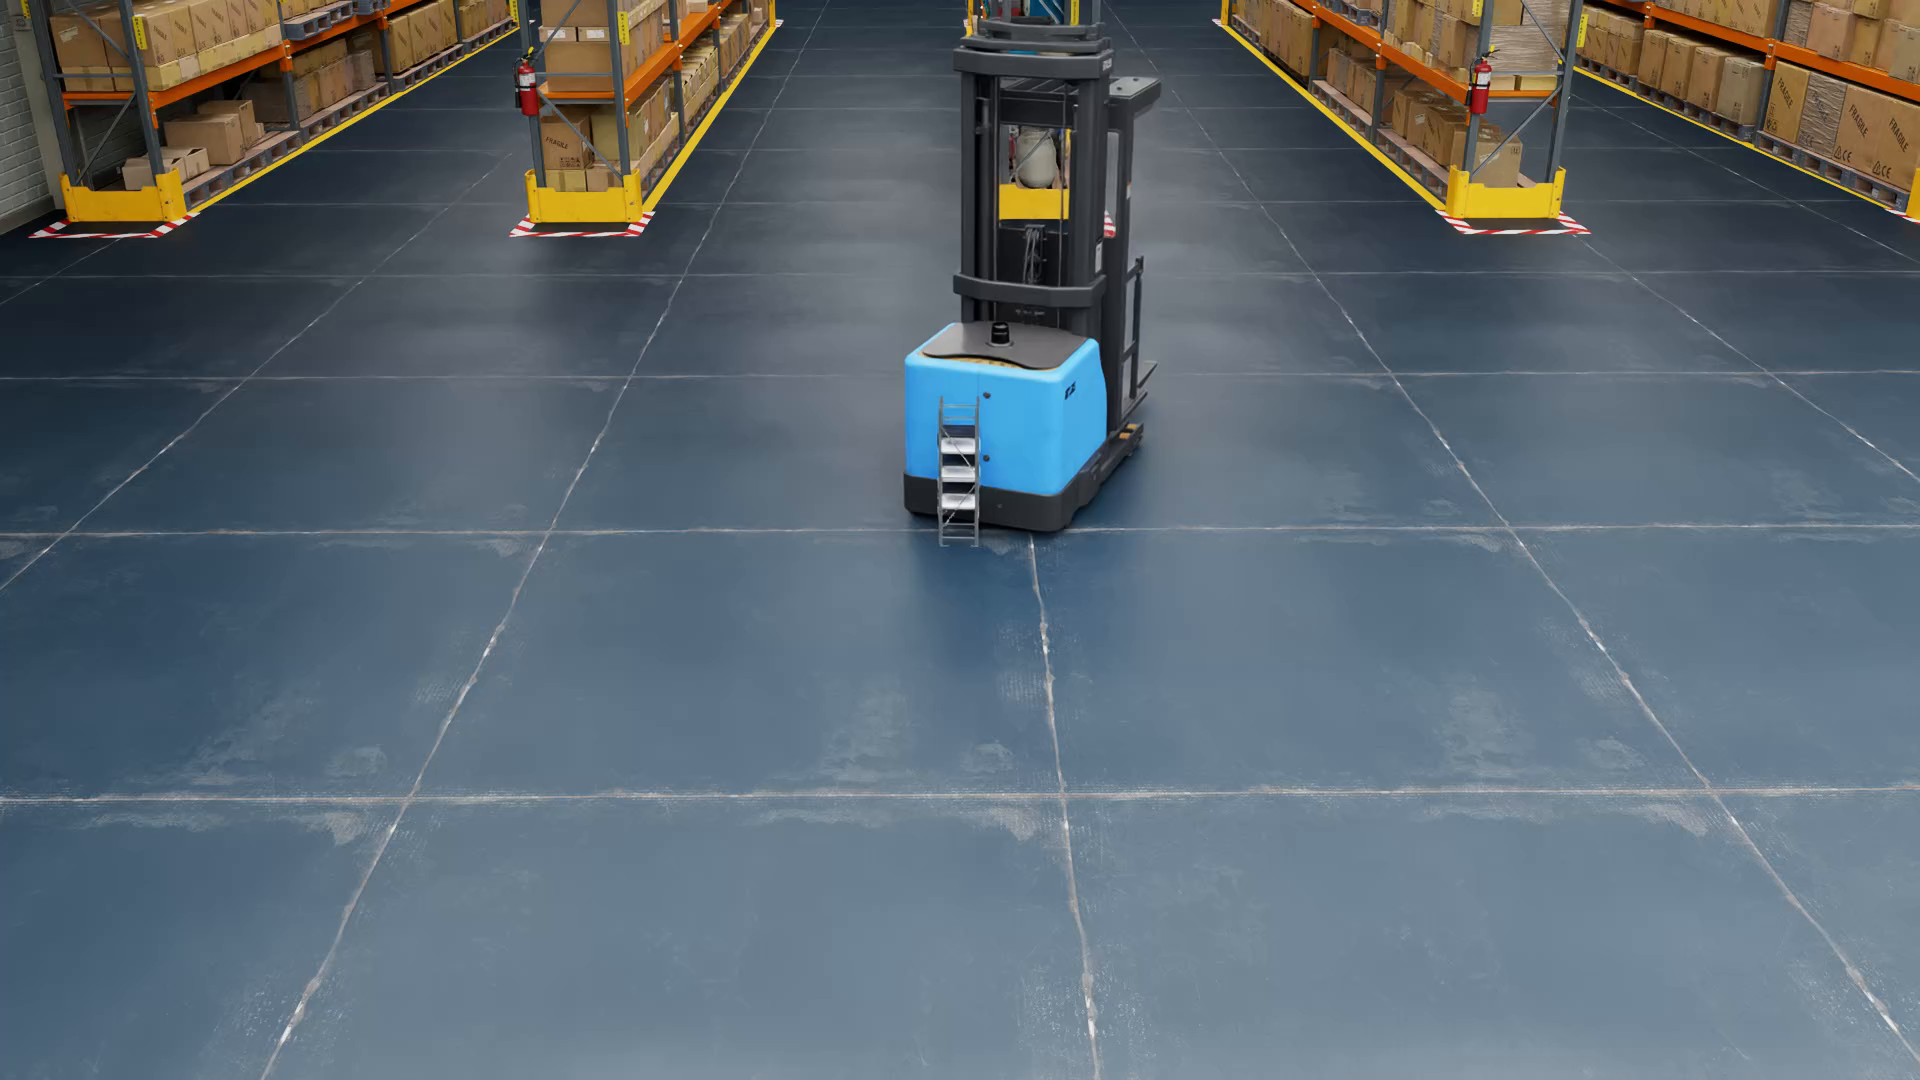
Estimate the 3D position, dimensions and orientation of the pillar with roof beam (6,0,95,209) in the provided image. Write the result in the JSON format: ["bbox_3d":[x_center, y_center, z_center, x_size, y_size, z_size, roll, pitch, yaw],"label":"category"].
[{"bbox_3d":[-5.538,-7.848,16.682,9.100,9.000,0.400,0,24,-1],"label":"pillar with roof beam"}]

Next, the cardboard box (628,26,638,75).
[{"bbox_3d":[-4.019,-5.493,18.635,0.700,0.500,0.500,0,24,0],"label":"cardboard box"}]

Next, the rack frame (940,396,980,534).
[{"bbox_3d":[-0.001,-0.452,10.157,0.240,0.900,0.006,1,24,2],"label":"rack frame"}]

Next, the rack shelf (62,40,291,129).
[{"bbox_3d":[-8.992,-5.307,19.217,1.077,0.370,4.000,0,24,-1],"label":"rack shelf"}]

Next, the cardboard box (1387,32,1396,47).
[{"bbox_3d":[5.537,-6.218,20.664,0.380,0.149,0.250,0,24,-1],"label":"cardboard box"}]

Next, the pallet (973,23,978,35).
[{"bbox_3d":[0.743,-9.336,30.637,1.003,0.211,1.213,0,24,-1],"label":"pallet"}]

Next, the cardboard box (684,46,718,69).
[{"bbox_3d":[-3.852,-7.110,24.478,0.500,0.311,0.500,0,24,1],"label":"cardboard box"}]

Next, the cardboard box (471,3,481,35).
[{"bbox_3d":[-9.009,-9.323,29.748,0.700,0.500,0.500,0,24,-1],"label":"cardboard box"}]

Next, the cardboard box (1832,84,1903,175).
[{"bbox_3d":[10.765,-4.723,19.122,0.875,0.875,0.875,-1,24,-1],"label":"cardboard box"}]

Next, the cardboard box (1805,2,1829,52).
[{"bbox_3d":[10.851,-6.196,20.128,0.875,0.550,0.550,0,24,-1],"label":"cardboard box"}]

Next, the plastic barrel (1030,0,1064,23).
[{"bbox_3d":[1.192,-6.892,21.241,0.600,0.901,0.708,0,24,-1],"label":"plastic barrel"}]

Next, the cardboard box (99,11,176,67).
[{"bbox_3d":[-8.675,-5.291,17.557,0.500,0.500,0.500,0,24,0],"label":"cardboard box"}]

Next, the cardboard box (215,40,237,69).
[{"bbox_3d":[-8.681,-5.586,19.119,0.500,0.250,0.500,0,24,0],"label":"cardboard box"}]

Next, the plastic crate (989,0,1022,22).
[{"bbox_3d":[0.582,-6.731,21.414,0.402,0.464,0.583,0,24,-1],"label":"plastic crate"}]

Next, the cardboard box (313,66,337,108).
[{"bbox_3d":[-9.059,-6.247,22.921,0.700,0.500,0.500,0,24,0],"label":"cardboard box"}]

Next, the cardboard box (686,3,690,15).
[{"bbox_3d":[-4.034,-7.491,23.478,0.380,0.149,0.250,2,24,3],"label":"cardboard box"}]

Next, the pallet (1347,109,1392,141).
[{"bbox_3d":[5.836,-5.576,22.323,1.003,0.211,1.213,0,24,-1],"label":"pallet"}]

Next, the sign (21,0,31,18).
[{"bbox_3d":[-9.525,-5.488,16.956,0.100,0.325,0.005,0,24,-1],"label":"sign"}]

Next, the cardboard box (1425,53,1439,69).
[{"bbox_3d":[5.558,-5.497,19.069,0.380,0.149,0.250,0,24,-1],"label":"cardboard box"}]

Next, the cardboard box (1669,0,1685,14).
[{"bbox_3d":[10.506,-7.804,23.745,0.500,0.500,0.500,0,24,-1],"label":"cardboard box"}]

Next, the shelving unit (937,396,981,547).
[{"bbox_3d":[-0.005,-0.410,10.065,0.258,0.900,0.210,1,24,2],"label":"shelving unit"}]

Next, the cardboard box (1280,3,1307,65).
[{"bbox_3d":[5.813,-8.049,26.475,1.225,0.875,0.875,0,24,0],"label":"cardboard box"}]

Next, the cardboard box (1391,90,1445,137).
[{"bbox_3d":[5.810,-5.413,21.102,0.500,0.500,0.500,-1,24,-2],"label":"cardboard box"}]

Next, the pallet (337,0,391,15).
[{"bbox_3d":[-8.943,-7.727,23.927,1.213,0.211,1.003,0,24,-1],"label":"pallet"}]

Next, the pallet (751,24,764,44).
[{"bbox_3d":[-4.170,-9.296,30.547,1.003,0.211,1.213,0,24,-1],"label":"pallet"}]

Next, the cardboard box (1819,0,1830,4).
[{"bbox_3d":[10.898,-6.688,19.906,0.875,0.550,0.550,0,24,-1],"label":"cardboard box"}]

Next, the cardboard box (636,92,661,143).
[{"bbox_3d":[-3.814,-4.955,19.482,0.500,0.500,0.500,0,24,-1],"label":"cardboard box"}]

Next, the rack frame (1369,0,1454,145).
[{"bbox_3d":[5.846,-6.526,21.039,1.000,3.000,0.127,0,24,-1],"label":"rack frame"}]

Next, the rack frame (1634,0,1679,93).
[{"bbox_3d":[10.763,-8.155,24.640,1.000,3.000,0.127,0,24,-1],"label":"rack frame"}]

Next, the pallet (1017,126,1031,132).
[{"bbox_3d":[0.846,-5.556,22.279,1.003,0.211,1.213,0,24,-1],"label":"pallet"}]

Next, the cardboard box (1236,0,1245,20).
[{"bbox_3d":[5.802,-10.430,31.741,0.875,0.875,0.875,0,24,-1],"label":"cardboard box"}]

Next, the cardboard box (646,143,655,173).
[{"bbox_3d":[-3.814,-4.407,19.181,0.500,0.250,0.500,0,24,-1],"label":"cardboard box"}]

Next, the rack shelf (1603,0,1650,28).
[{"bbox_3d":[10.741,-8.651,26.611,1.077,0.370,4.000,0,24,-1],"label":"rack shelf"}]

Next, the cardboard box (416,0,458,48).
[{"bbox_3d":[-8.964,-8.700,27.945,0.750,0.750,0.750,0,24,0],"label":"cardboard box"}]

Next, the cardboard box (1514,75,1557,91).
[{"bbox_3d":[6.125,-4.882,17.708,0.380,0.149,0.250,0,24,-1],"label":"cardboard box"}]

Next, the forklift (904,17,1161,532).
[{"bbox_3d":[0.648,-1.967,11.043,1.130,2.935,3.031,9,26,19],"label":"forklift"}]

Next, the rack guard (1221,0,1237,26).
[{"bbox_3d":[5.714,-10.341,32.509,1.175,0.500,0.348,0,24,-1],"label":"rack guard"}]

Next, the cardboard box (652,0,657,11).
[{"bbox_3d":[-3.833,-6.395,19.841,0.380,0.149,0.250,0,24,-1],"label":"cardboard box"}]

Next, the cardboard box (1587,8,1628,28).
[{"bbox_3d":[10.472,-8.462,26.933,0.500,0.250,0.500,1,24,1],"label":"cardboard box"}]

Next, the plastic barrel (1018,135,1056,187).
[{"bbox_3d":[0.853,-4.184,18.370,0.421,0.512,0.421,0,24,0],"label":"plastic barrel"}]

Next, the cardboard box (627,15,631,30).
[{"bbox_3d":[-3.813,-5.654,18.202,0.380,0.149,0.250,-1,24,-1],"label":"cardboard box"}]

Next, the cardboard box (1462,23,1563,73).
[{"bbox_3d":[5.911,-5.285,17.814,0.875,0.500,0.500,0,24,-1],"label":"cardboard box"}]

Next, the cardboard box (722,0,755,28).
[{"bbox_3d":[-4.173,-9.616,30.368,0.797,0.503,0.637,0,24,-1],"label":"cardboard box"}]

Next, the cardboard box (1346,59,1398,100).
[{"bbox_3d":[5.861,-6.497,23.476,0.700,0.500,0.500,2,24,4],"label":"cardboard box"}]

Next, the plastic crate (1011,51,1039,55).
[{"bbox_3d":[0.631,-5.260,18.420,0.499,0.251,0.408,0,24,-1],"label":"plastic crate"}]

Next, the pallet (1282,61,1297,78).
[{"bbox_3d":[5.858,-7.730,27.085,1.003,0.211,1.213,0,24,-1],"label":"pallet"}]

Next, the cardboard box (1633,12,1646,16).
[{"bbox_3d":[10.999,-8.247,26.458,0.500,0.250,0.500,0,24,0],"label":"cardboard box"}]

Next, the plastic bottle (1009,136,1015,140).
[{"bbox_3d":[0.616,-4.783,20.048,0.097,0.201,0.097,0,24,0],"label":"plastic bottle"}]

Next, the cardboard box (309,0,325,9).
[{"bbox_3d":[-9.022,-7.416,22.353,0.700,0.500,0.500,3,25,7],"label":"cardboard box"}]

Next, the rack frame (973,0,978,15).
[{"bbox_3d":[0.762,-11.448,31.922,1.000,3.000,0.127,0,24,-1],"label":"rack frame"}]

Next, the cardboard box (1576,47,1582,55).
[{"bbox_3d":[10.469,-8.332,27.555,0.500,0.500,0.500,1,24,2],"label":"cardboard box"}]

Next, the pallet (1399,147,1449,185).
[{"bbox_3d":[5.904,-4.475,19.887,1.003,0.211,1.213,0,24,-1],"label":"pallet"}]

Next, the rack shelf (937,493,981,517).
[{"bbox_3d":[-0.005,-0.216,10.152,0.258,0.077,0.200,1,24,2],"label":"rack shelf"}]

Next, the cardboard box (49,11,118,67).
[{"bbox_3d":[-9.188,-5.286,17.546,0.500,0.500,0.500,-1,24,-1],"label":"cardboard box"}]

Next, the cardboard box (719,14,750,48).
[{"bbox_3d":[-3.855,-8.639,28.210,0.500,0.500,0.500,0,24,-1],"label":"cardboard box"}]

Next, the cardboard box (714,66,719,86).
[{"bbox_3d":[-3.854,-6.854,24.591,0.500,0.250,0.500,0,24,1],"label":"cardboard box"}]

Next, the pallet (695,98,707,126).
[{"bbox_3d":[-4.123,-6.020,23.303,1.003,0.211,1.213,0,24,-1],"label":"pallet"}]
